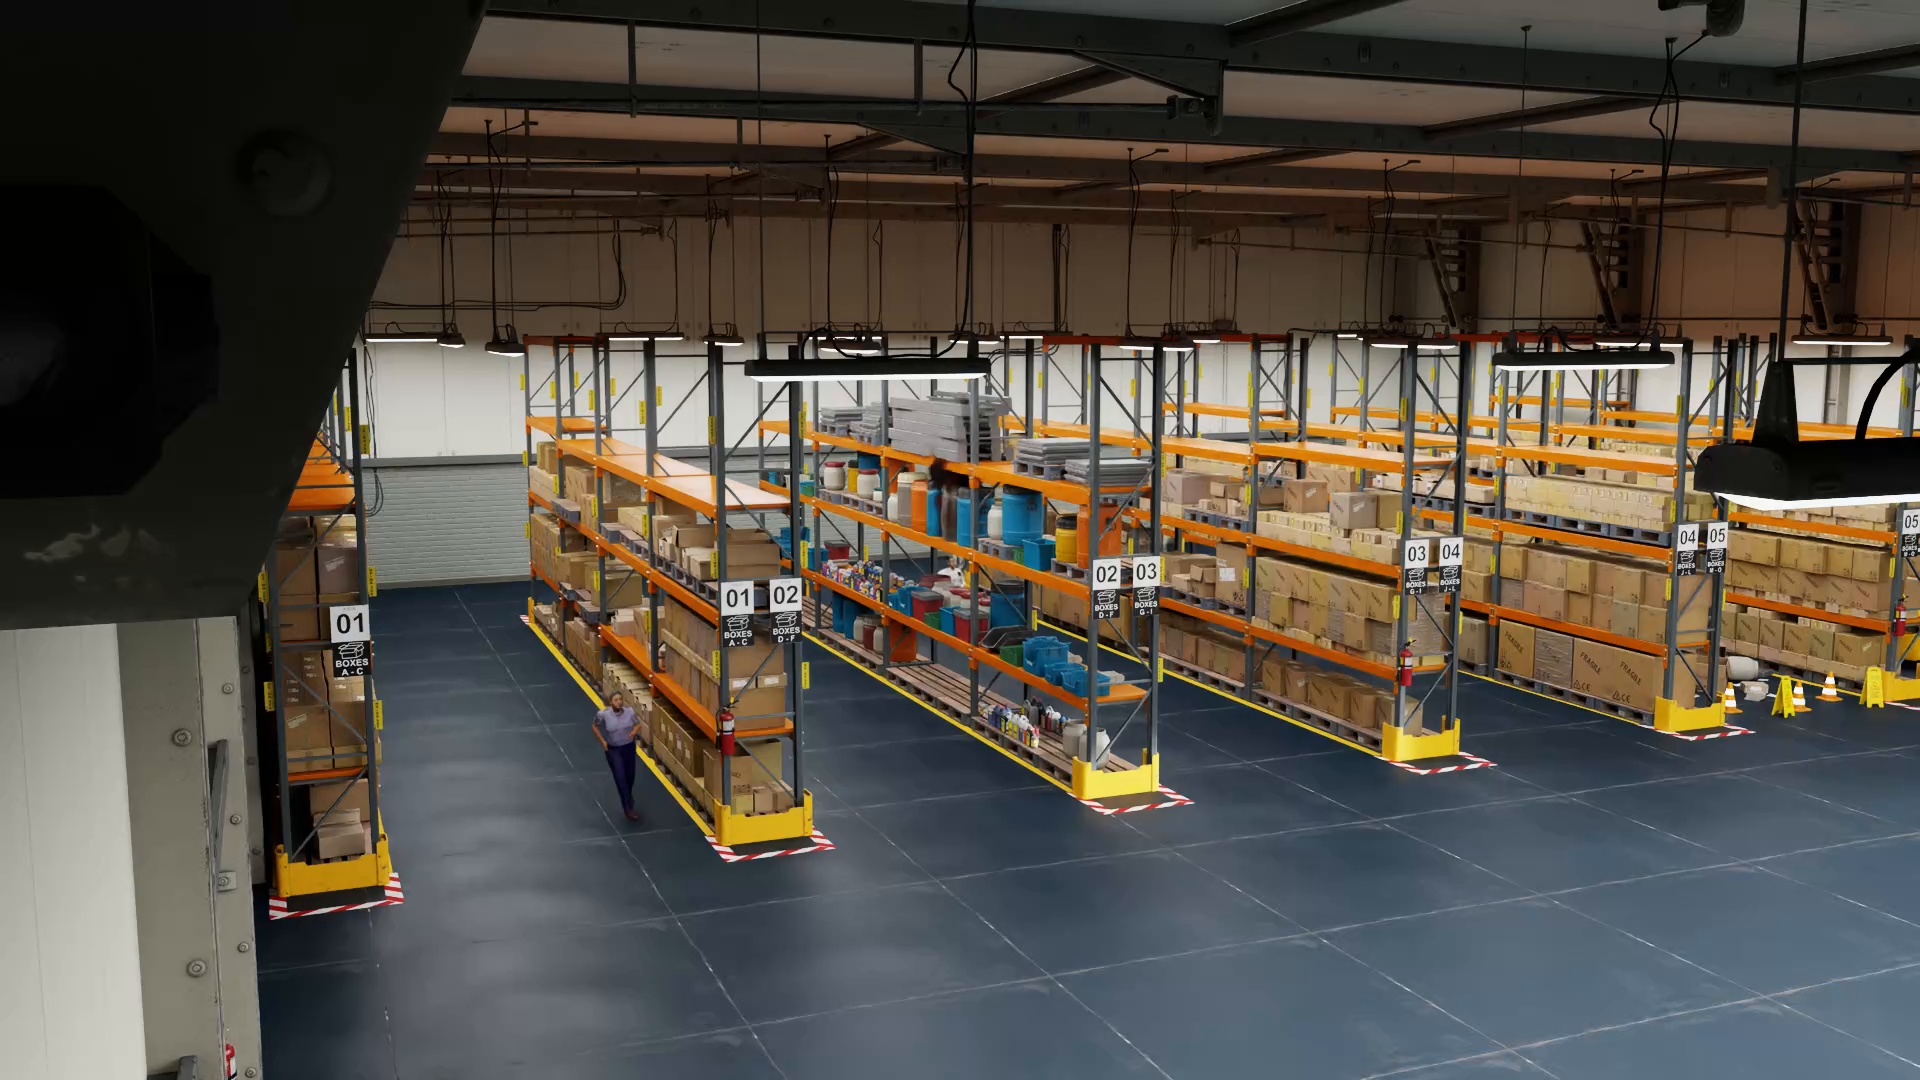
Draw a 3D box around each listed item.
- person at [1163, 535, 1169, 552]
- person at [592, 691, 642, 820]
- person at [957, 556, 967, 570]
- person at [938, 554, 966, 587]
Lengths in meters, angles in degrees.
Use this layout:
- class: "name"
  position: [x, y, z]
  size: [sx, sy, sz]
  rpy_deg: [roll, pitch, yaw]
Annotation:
- class: "person"
  position: [5.251, -0.226, 42.872]
  size: [0.687, 1.740, 0.865]
  rpy_deg: [3, 8, 23]
- class: "person"
  position: [-4.353, 2.702, 21.228]
  size: [0.600, 1.601, 0.882]
  rpy_deg: [-4, 9, -29]
- class: "person"
  position: [0.112, 0.237, 39.763]
  size: [0.523, 1.667, 0.627]
  rpy_deg: [2, 8, 16]
- class: "person"
  position: [-0.150, 1.133, 32.853]
  size: [0.573, 1.718, 0.685]
  rpy_deg: [-5, 9, -33]
